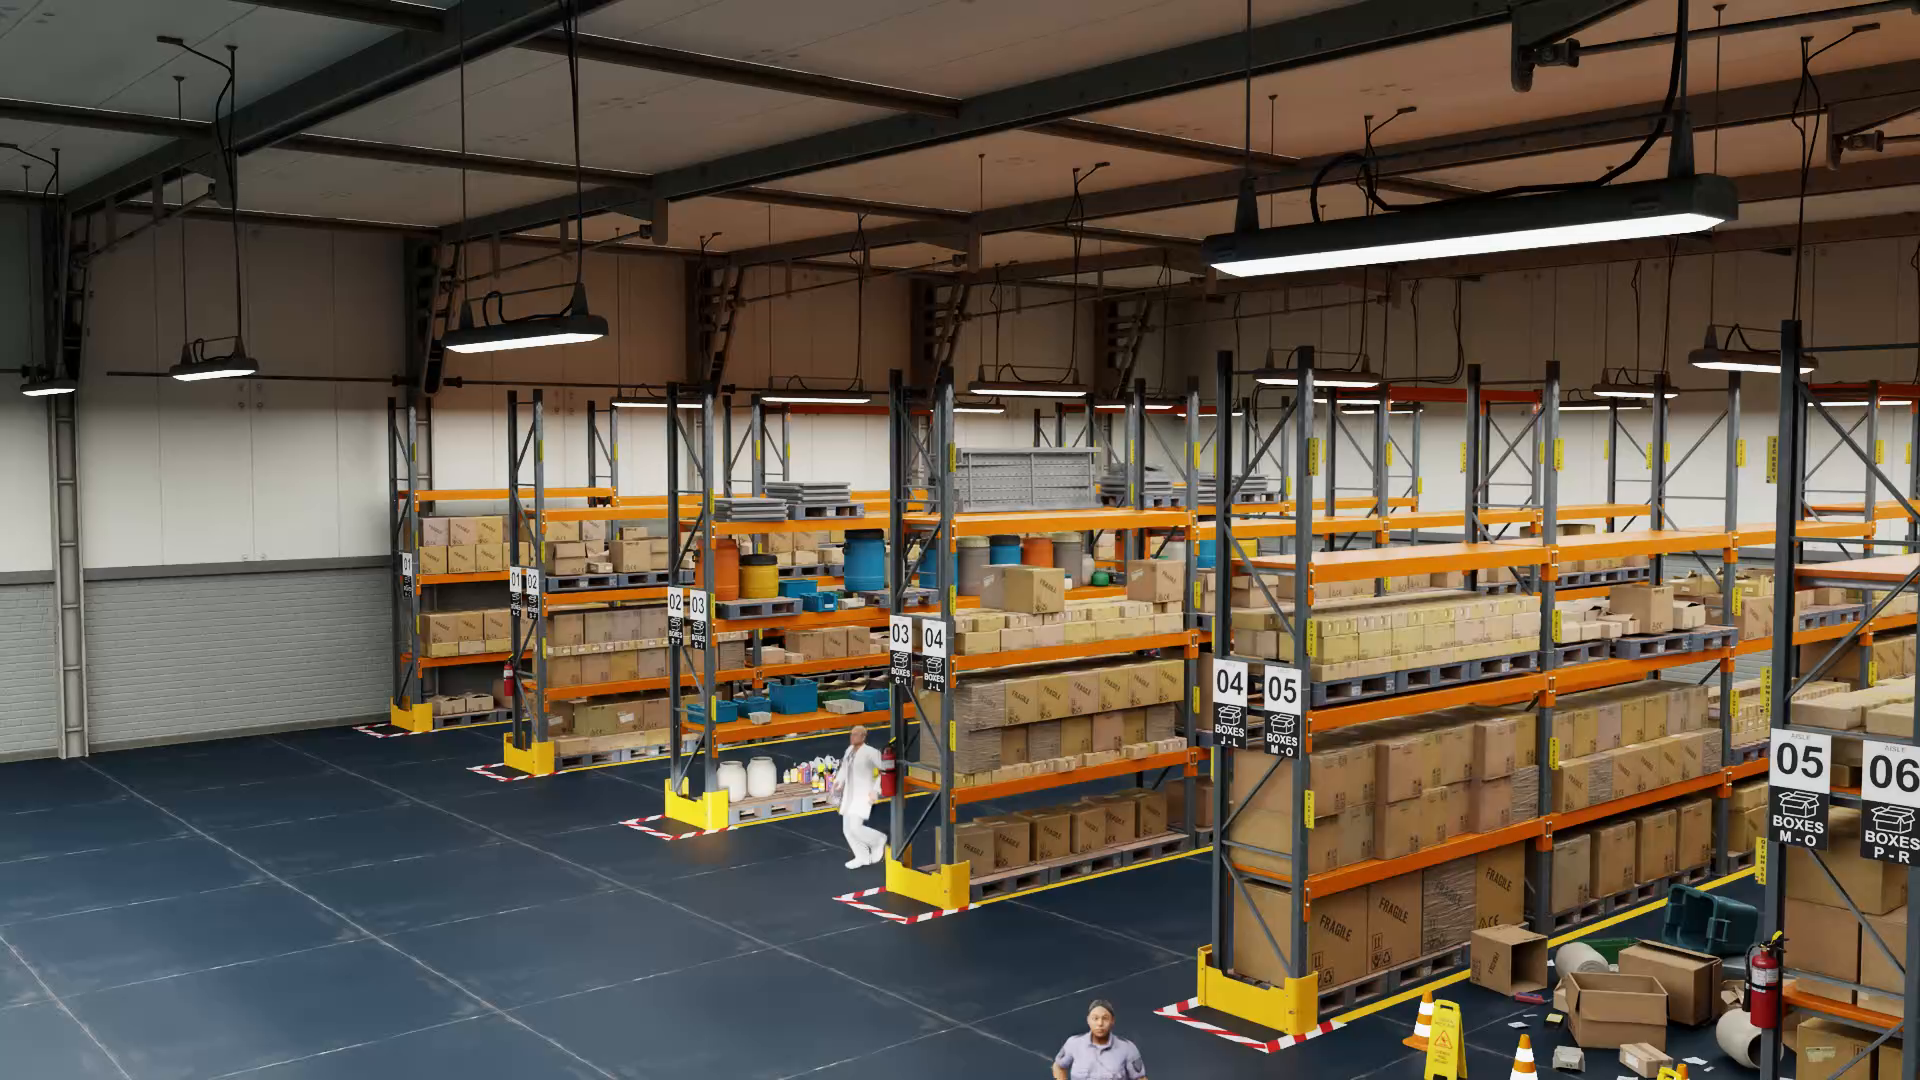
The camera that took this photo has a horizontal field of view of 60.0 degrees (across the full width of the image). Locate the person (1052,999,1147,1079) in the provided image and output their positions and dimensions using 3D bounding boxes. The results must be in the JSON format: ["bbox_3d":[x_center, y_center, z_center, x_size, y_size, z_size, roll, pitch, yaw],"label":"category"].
[{"bbox_3d":[0.891,3.732,10.620,0.621,1.615,0.843,0,3,6],"label":"person"}]

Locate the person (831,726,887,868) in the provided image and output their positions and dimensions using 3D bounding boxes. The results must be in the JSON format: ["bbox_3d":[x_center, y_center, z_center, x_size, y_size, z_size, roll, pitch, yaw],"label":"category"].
[{"bbox_3d":[-1.218,3.114,20.172,0.657,1.732,0.760,-3,5,-44],"label":"person"}]
